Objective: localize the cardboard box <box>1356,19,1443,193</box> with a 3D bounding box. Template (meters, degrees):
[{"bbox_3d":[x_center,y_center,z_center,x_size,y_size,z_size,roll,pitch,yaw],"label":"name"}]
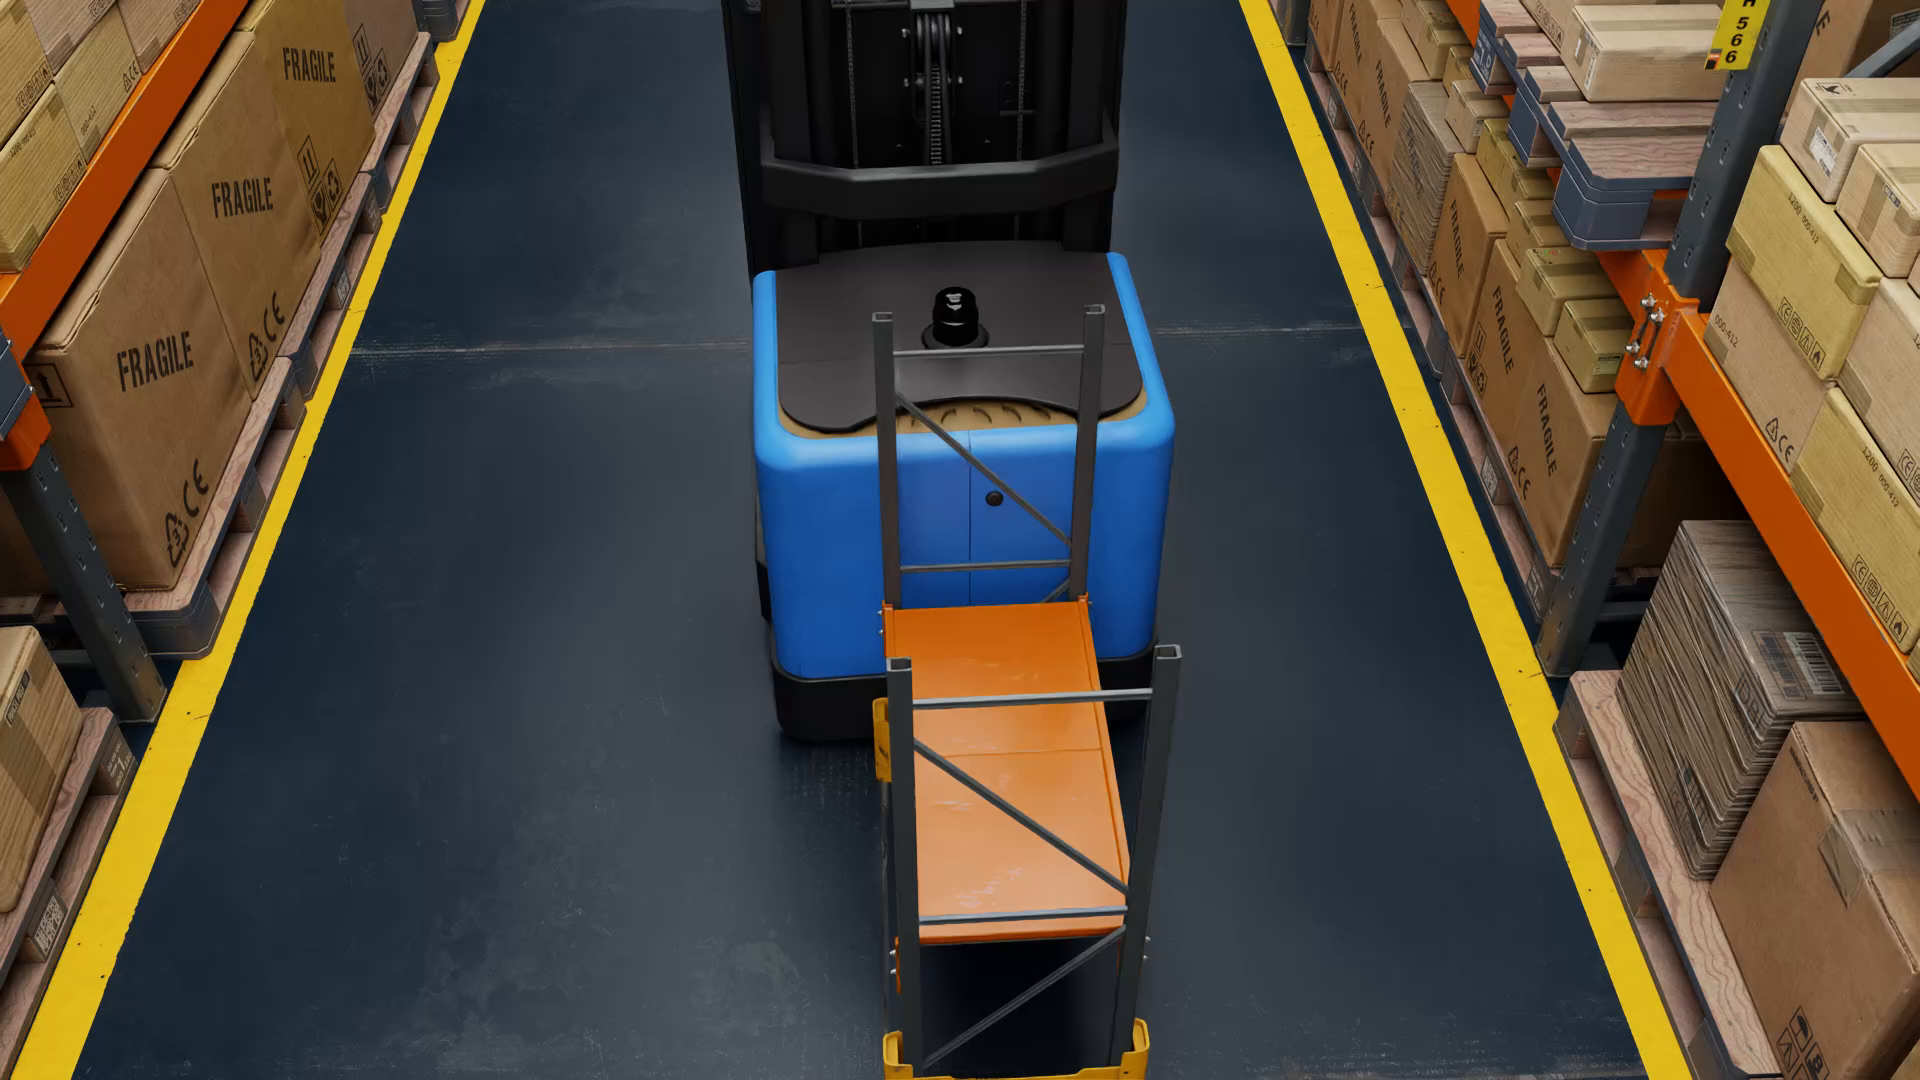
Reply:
[{"bbox_3d":[1.867,-1.662,6.382,0.500,0.500,0.500,-3,43,-3],"label":"cardboard box"}]

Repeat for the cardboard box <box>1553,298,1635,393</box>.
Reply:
[{"bbox_3d":[1.918,-0.556,4.696,0.380,0.149,0.250,-4,43,-4],"label":"cardboard box"}]

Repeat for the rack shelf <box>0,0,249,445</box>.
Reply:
[{"bbox_3d":[-2.852,-1.697,5.414,1.077,0.370,4.000,-2,43,-2],"label":"rack shelf"}]

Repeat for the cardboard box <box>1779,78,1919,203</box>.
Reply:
[{"bbox_3d":[1.911,-0.810,3.359,0.380,0.149,0.250,0,43,-1],"label":"cardboard box"}]

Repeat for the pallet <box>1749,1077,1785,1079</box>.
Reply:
[{"bbox_3d":[2.236,1.649,3.294,1.003,0.211,1.213,-2,43,-2],"label":"pallet"}]

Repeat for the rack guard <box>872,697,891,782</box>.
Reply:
[{"bbox_3d":[0.062,0.528,4.489,0.587,0.250,0.087,-2,43,-3],"label":"rack guard"}]

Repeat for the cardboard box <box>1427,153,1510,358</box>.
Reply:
[{"bbox_3d":[1.923,-0.961,5.618,0.500,0.500,0.500,0,43,0],"label":"cardboard box"}]

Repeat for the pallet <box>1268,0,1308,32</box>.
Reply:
[{"bbox_3d":[1.993,-2.893,8.250,1.003,0.211,1.213,-2,43,-2],"label":"pallet"}]

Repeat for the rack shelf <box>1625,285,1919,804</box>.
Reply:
[{"bbox_3d":[2.277,0.858,2.626,1.077,0.370,4.000,-2,43,-2],"label":"rack shelf"}]

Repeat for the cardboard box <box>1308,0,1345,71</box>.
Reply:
[{"bbox_3d":[1.817,-2.358,7.142,0.500,0.500,0.500,0,43,0],"label":"cardboard box"}]

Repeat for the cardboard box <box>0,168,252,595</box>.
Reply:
[{"bbox_3d":[-2.714,-0.452,4.785,0.875,0.875,0.875,-2,43,-2],"label":"cardboard box"}]

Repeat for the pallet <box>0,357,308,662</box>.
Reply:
[{"bbox_3d":[-2.726,-0.119,5.223,1.003,0.211,1.213,-2,43,-2],"label":"pallet"}]

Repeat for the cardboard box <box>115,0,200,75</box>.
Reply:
[{"bbox_3d":[-2.593,-1.595,4.881,0.500,0.250,0.500,0,43,0],"label":"cardboard box"}]

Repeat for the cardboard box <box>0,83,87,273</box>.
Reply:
[{"bbox_3d":[-2.537,-0.895,4.117,0.500,0.250,0.500,-2,43,-3],"label":"cardboard box"}]

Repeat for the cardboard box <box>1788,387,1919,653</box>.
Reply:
[{"bbox_3d":[1.983,-0.056,3.202,0.500,0.250,0.500,-2,43,-3],"label":"cardboard box"}]

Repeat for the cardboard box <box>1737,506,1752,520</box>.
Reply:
[{"bbox_3d":[2.454,-0.283,4.878,0.500,0.500,0.500,0,43,0],"label":"cardboard box"}]

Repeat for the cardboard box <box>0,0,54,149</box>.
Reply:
[{"bbox_3d":[-2.542,-1.090,3.961,0.500,0.250,0.500,-2,43,-2],"label":"cardboard box"}]

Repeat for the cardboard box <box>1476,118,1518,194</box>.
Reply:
[{"bbox_3d":[1.931,-1.266,5.470,0.380,0.149,0.250,-2,43,-2],"label":"cardboard box"}]

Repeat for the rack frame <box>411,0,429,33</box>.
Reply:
[{"bbox_3d":[-2.937,-3.313,6.644,1.000,3.000,0.127,-2,43,-2],"label":"rack frame"}]

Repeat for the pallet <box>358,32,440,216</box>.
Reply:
[{"bbox_3d":[-2.829,-1.766,7.020,1.003,0.211,1.213,-2,43,-2],"label":"pallet"}]

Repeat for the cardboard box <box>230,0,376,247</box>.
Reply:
[{"bbox_3d":[-2.785,-1.658,6.101,0.875,0.875,0.875,-1,43,-1],"label":"cardboard box"}]

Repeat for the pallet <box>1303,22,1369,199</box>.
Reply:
[{"bbox_3d":[2.094,-1.882,7.147,1.003,0.211,1.213,-2,43,-2],"label":"pallet"}]

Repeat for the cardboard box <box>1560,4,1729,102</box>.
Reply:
[{"bbox_3d":[1.780,-1.252,4.271,0.380,0.149,0.250,-1,43,-1],"label":"cardboard box"}]

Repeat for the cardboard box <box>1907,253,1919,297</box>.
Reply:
[{"bbox_3d":[1.960,-0.457,2.974,0.380,0.149,0.250,-1,43,-1],"label":"cardboard box"}]

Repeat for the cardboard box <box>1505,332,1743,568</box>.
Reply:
[{"bbox_3d":[1.959,-0.270,4.864,0.500,0.500,0.500,-1,43,-1],"label":"cardboard box"}]

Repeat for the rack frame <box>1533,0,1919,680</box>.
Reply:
[{"bbox_3d":[2.192,-0.757,3.856,1.000,3.000,0.127,-2,43,-2],"label":"rack frame"}]

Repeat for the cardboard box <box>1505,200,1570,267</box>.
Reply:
[{"bbox_3d":[1.908,-0.918,5.091,0.380,0.149,0.250,-3,43,-3],"label":"cardboard box"}]

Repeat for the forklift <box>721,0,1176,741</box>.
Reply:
[{"bbox_3d":[-0.118,-1.523,4.742,1.130,2.935,3.031,-4,43,-4],"label":"forklift"}]

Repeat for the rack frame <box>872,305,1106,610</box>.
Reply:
[{"bbox_3d":[0.062,0.066,4.068,0.500,1.500,0.032,-2,43,-3],"label":"rack frame"}]

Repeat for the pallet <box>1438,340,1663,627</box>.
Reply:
[{"bbox_3d":[2.198,-0.234,5.349,1.003,0.211,1.213,-2,43,-2],"label":"pallet"}]

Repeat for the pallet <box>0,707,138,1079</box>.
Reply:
[{"bbox_3d":[-2.736,0.943,4.065,1.003,0.211,1.213,-2,43,-2],"label":"pallet"}]

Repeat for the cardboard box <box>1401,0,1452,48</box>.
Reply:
[{"bbox_3d":[1.881,-1.968,6.236,0.380,0.149,0.250,-2,43,-2],"label":"cardboard box"}]

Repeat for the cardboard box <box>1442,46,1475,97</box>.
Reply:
[{"bbox_3d":[1.930,-1.619,5.856,0.380,0.149,0.250,-1,43,-2],"label":"cardboard box"}]

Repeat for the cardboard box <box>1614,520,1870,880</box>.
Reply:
[{"bbox_3d":[2.204,0.385,4.057,0.875,0.625,0.625,0,43,0],"label":"cardboard box"}]

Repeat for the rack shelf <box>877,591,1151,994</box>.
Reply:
[{"bbox_3d":[0.094,0.542,3.815,0.538,0.185,1.000,-2,43,-3],"label":"rack shelf"}]

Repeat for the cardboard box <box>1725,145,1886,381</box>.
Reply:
[{"bbox_3d":[1.941,-0.579,3.403,0.500,0.250,0.500,-2,43,-2],"label":"cardboard box"}]

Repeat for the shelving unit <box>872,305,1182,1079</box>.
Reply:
[{"bbox_3d":[0.093,0.403,3.700,0.587,1.500,1.083,-2,43,-3],"label":"shelving unit"}]
